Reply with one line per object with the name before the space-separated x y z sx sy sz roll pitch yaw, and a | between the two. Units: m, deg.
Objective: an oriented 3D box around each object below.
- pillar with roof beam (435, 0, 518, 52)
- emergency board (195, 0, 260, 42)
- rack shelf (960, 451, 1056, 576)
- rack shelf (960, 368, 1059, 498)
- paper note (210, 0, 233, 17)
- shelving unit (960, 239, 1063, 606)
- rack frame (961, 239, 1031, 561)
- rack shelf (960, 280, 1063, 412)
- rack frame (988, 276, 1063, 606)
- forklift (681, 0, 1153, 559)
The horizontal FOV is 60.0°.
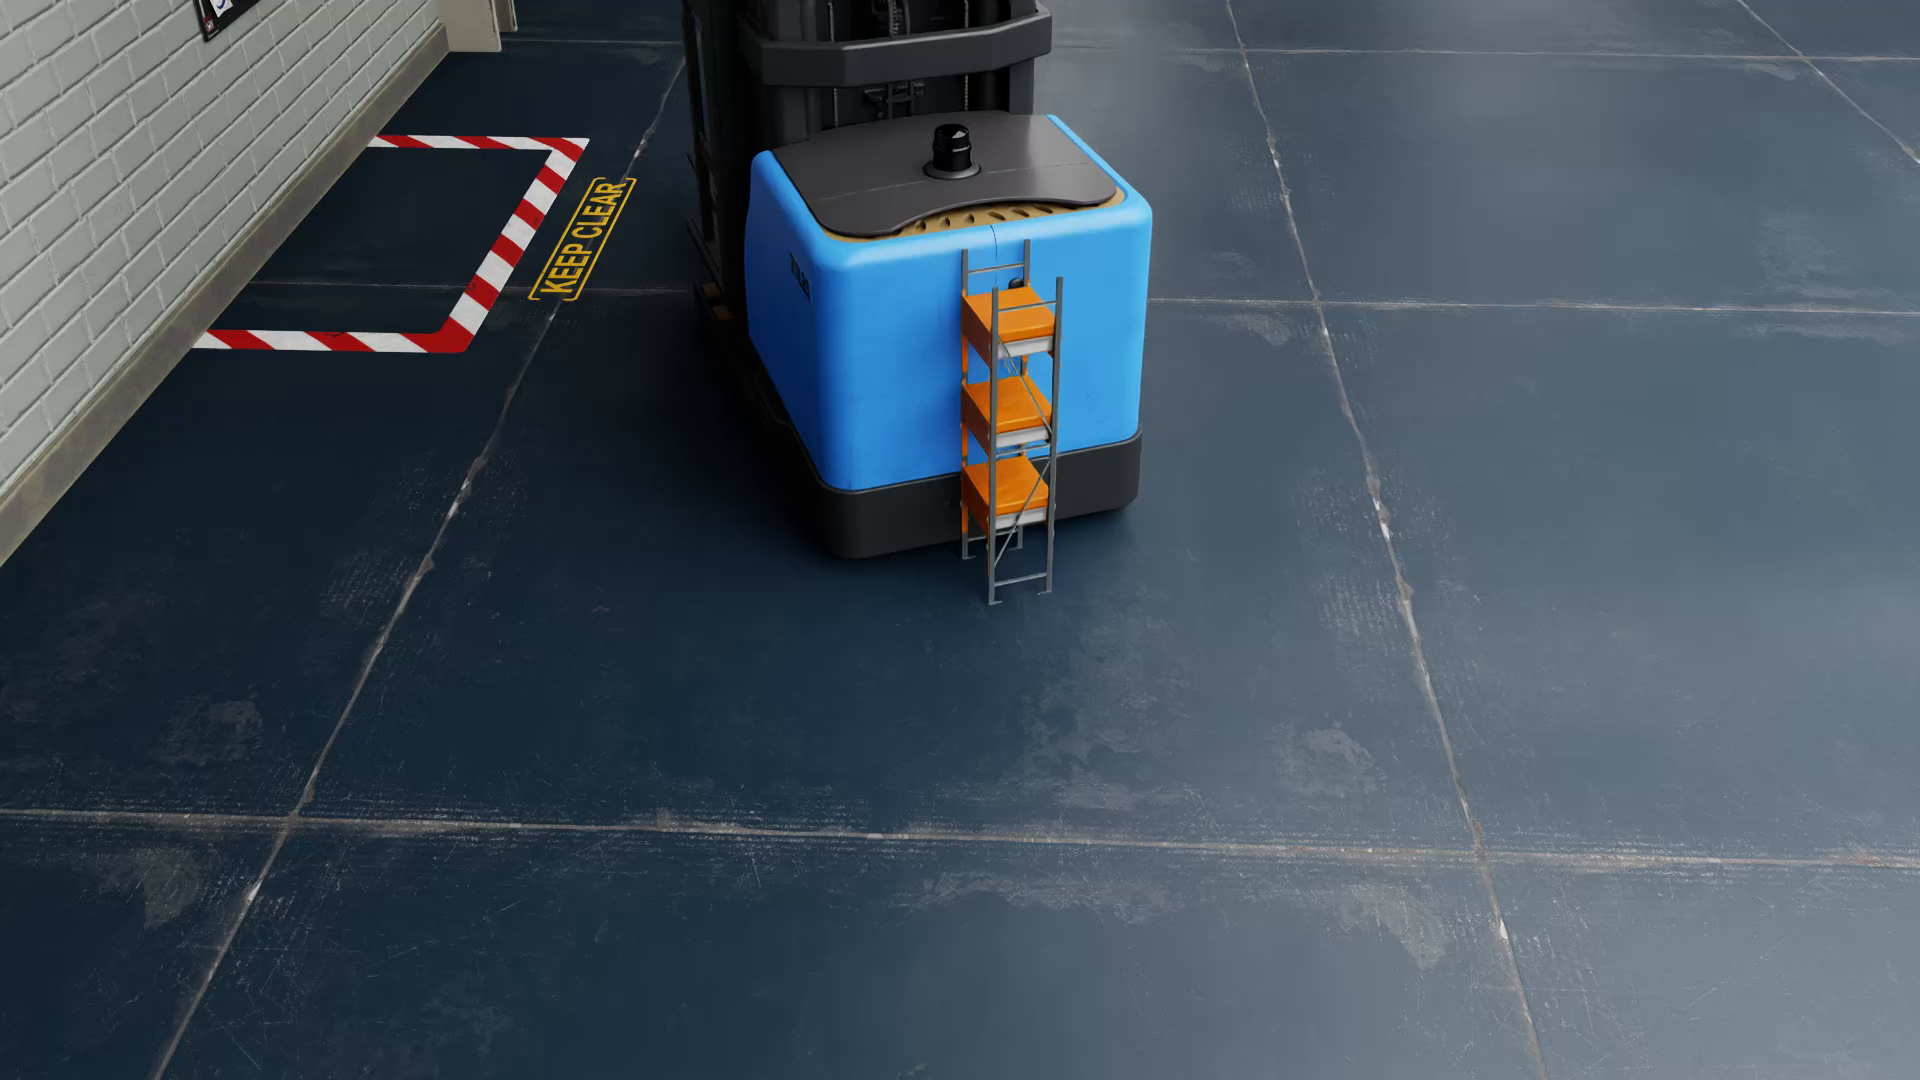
pillar with roof beam | 1.656 -6.346 6.453 9.100 9.000 0.400 1 35 2
emergency board | -2.801 -2.567 6.294 0.157 1.169 0.626 1 35 2
rack shelf | 0.140 -0.083 4.957 0.215 0.259 0.240 -11 37 -15
rack shelf | 0.140 -0.311 4.797 0.215 0.259 0.240 -11 37 -15
paper note | -2.859 -2.111 6.412 0.016 0.148 0.142 1 35 2
shelving unit | 0.140 -0.319 4.791 0.215 1.050 0.252 -11 37 -15
rack frame | 0.100 -0.386 4.886 0.200 1.050 0.008 -11 37 -15
rack shelf | 0.140 -0.543 4.634 0.215 0.259 0.240 -11 37 -15
rack frame | 0.179 -0.253 4.697 0.200 1.050 0.008 -11 37 -15
forklift | -0.387 -1.987 5.528 1.130 2.935 3.031 -11 37 -15
